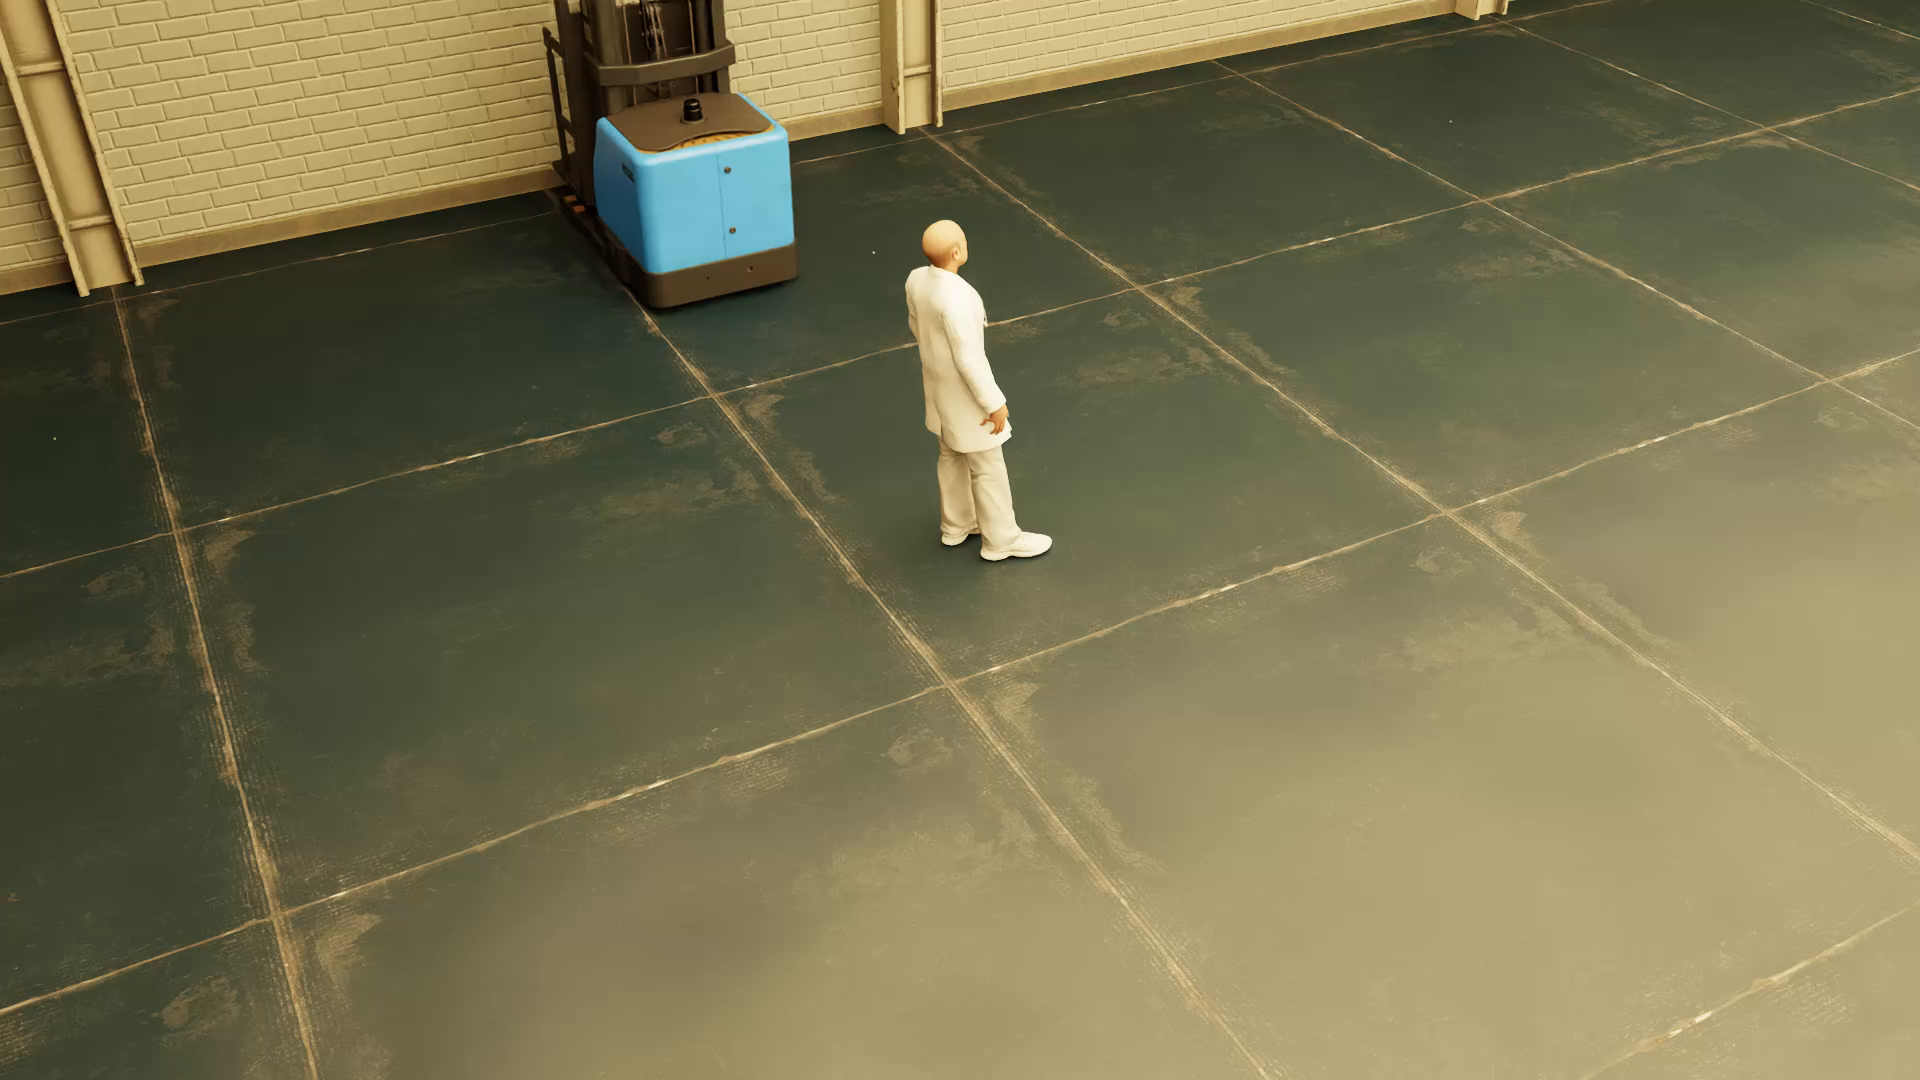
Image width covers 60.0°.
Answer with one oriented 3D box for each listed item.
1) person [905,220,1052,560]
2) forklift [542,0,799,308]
[{"bbox_3d":[0.083,-0.755,8.177,0.578,1.777,0.698,-17,39,-23],"label":"person"},{"bbox_3d":[-2.211,-3.511,11.090,1.130,2.935,3.031,-17,39,-23],"label":"forklift"}]
